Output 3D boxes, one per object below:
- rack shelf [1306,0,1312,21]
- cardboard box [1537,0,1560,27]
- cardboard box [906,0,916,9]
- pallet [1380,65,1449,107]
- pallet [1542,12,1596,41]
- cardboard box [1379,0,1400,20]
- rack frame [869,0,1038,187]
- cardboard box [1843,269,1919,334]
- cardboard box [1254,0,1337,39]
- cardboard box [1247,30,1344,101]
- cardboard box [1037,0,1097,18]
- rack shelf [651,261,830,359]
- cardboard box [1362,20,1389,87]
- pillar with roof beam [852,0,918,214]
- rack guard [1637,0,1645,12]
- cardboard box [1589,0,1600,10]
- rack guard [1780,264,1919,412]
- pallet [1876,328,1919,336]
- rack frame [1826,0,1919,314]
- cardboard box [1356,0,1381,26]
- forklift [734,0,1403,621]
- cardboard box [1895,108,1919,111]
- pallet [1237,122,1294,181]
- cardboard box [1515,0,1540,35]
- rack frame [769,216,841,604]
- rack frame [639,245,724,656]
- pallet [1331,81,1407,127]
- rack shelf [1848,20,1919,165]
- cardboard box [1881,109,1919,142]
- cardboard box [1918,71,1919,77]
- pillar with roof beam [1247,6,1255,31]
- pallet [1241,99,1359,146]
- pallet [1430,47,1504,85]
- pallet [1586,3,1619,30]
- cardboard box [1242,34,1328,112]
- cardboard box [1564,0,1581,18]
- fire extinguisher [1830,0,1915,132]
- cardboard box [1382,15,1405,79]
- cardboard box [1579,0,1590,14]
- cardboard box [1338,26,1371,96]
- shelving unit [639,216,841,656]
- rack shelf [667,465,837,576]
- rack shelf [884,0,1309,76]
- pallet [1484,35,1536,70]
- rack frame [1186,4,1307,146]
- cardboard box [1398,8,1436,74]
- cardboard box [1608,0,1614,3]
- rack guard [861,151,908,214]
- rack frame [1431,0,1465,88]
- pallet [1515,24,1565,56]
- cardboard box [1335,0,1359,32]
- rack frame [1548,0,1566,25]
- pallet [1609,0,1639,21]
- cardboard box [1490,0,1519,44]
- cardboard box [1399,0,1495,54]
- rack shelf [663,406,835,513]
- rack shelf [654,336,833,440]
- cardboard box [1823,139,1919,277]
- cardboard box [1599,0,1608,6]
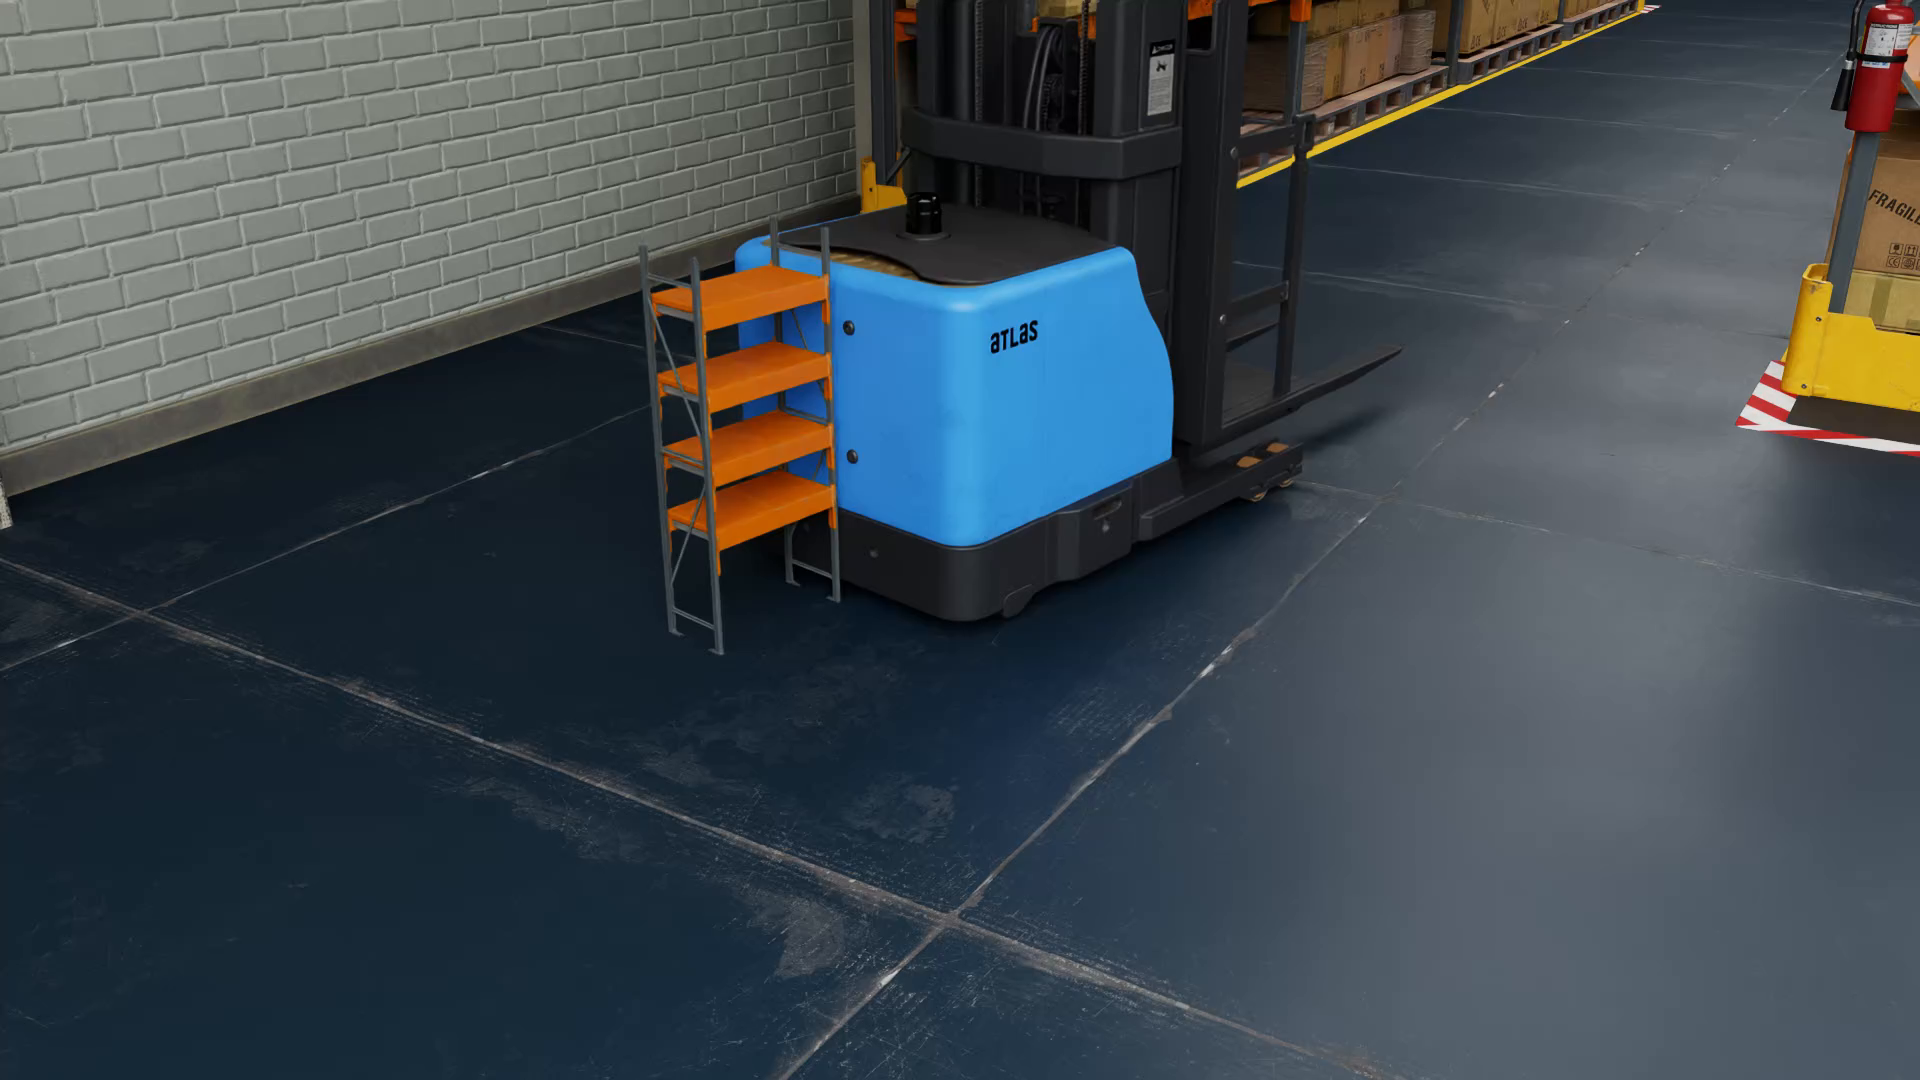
[{"bbox_3d":[3.119,-4.699,13.734,1.077,0.370,4.000,14,27,29],"label":"rack shelf"},{"bbox_3d":[6.052,-6.014,18.043,0.750,0.750,0.750,14,27,30],"label":"cardboard box"},{"bbox_3d":[0.036,-3.143,9.398,0.500,0.250,0.500,14,27,30],"label":"cardboard box"},{"bbox_3d":[3.761,-4.161,15.096,1.003,0.211,1.213,14,27,29],"label":"pallet"},{"bbox_3d":[6.752,-6.015,19.378,1.003,0.211,1.213,14,27,29],"label":"pallet"},{"bbox_3d":[3.485,-4.670,14.410,0.500,0.250,0.500,14,27,30],"label":"cardboard box"},{"bbox_3d":[-0.046,-3.004,8.914,1.000,3.000,0.127,14,27,29],"label":"rack frame"},{"bbox_3d":[4.197,-1.141,7.543,0.500,0.250,0.500,14,27,29],"label":"cardboard box"},{"bbox_3d":[2.668,-4.154,13.219,0.500,0.250,0.500,13,27,28],"label":"cardboard box"},{"bbox_3d":[2.668,-3.846,13.450,0.700,0.500,0.500,13,27,28],"label":"cardboard box"},{"bbox_3d":[0.481,-3.043,9.166,0.500,0.250,0.500,13,27,27],"label":"cardboard box"},{"bbox_3d":[-0.636,-0.671,4.801,0.258,0.148,0.480,20,30,38],"label":"rack shelf"},{"bbox_3d":[3.230,-4.182,14.227,0.700,0.500,0.500,14,27,29],"label":"cardboard box"},{"bbox_3d":[3.246,-5.273,6.602,9.100,9.000,0.400,14,27,29],"label":"pillar with roof beam"},{"bbox_3d":[8.407,-7.265,21.903,1.175,0.500,0.348,14,27,29],"label":"rack guard"},{"bbox_3d":[7.306,-6.672,20.005,0.700,0.500,0.500,15,27,30],"label":"cardboard box"},{"bbox_3d":[4.152,-0.812,6.996,1.175,0.500,0.348,14,27,29],"label":"rack guard"},{"bbox_3d":[4.533,-0.955,7.689,1.003,0.211,1.213,14,27,29],"label":"pallet"},{"bbox_3d":[4.165,-1.967,6.519,1.000,3.000,0.127,14,27,29],"label":"rack frame"},{"bbox_3d":[3.218,-4.495,14.007,0.500,0.250,0.500,14,27,29],"label":"cardboard box"},{"bbox_3d":[0.632,-1.603,5.764,1.130,2.935,3.031,20,30,38],"label":"forklift"},{"bbox_3d":[4.975,-1.995,8.570,0.500,0.500,0.500,14,27,29],"label":"cardboard box"},{"bbox_3d":[1.740,-2.840,12.045,1.003,0.211,1.213,14,27,29],"label":"pallet"},{"bbox_3d":[5.585,-5.713,17.349,0.750,0.750,0.750,15,27,31],"label":"cardboard box"},{"bbox_3d":[-0.474,-0.383,5.124,0.240,1.200,0.015,20,30,38],"label":"rack frame"},{"bbox_3d":[-0.799,-0.238,4.790,0.240,1.200,0.015,20,30,38],"label":"rack frame"},{"bbox_3d":[3.116,-3.751,14.149,1.003,0.211,1.213,14,27,29],"label":"pallet"},{"bbox_3d":[5.220,-2.312,8.221,1.077,0.370,4.000,14,27,29],"label":"rack shelf"},{"bbox_3d":[4.710,-1.826,8.181,0.500,0.500,0.500,14,27,29],"label":"cardboard box"},{"bbox_3d":[4.422,-2.168,6.856,0.700,0.500,0.500,14,27,29],"label":"cardboard box"},{"bbox_3d":[6.411,-7.298,11.280,9.100,9.000,0.400,14,27,29],"label":"pillar with roof beam"},{"bbox_3d":[2.474,-3.338,13.194,1.003,0.211,1.213,14,27,29],"label":"pallet"},{"bbox_3d":[4.654,-4.675,16.283,1.003,0.211,1.213,14,27,29],"label":"pallet"},{"bbox_3d":[7.394,-6.428,20.333,1.003,0.211,1.213,14,27,29],"label":"pallet"},{"bbox_3d":[2.438,-3.661,13.023,0.700,0.500,0.500,15,28,31],"label":"cardboard box"},{"bbox_3d":[6.766,-6.331,19.216,0.700,0.500,0.500,14,27,30],"label":"cardboard box"},{"bbox_3d":[3.708,-1.989,6.667,0.296,0.674,0.183,14,27,29],"label":"fire extinguisher"},{"bbox_3d":[3.468,-4.356,14.628,0.700,0.500,0.500,14,27,29],"label":"cardboard box"},{"bbox_3d":[7.034,-6.500,19.606,0.700,0.500,0.500,14,27,28],"label":"cardboard box"},{"bbox_3d":[2.972,-4.009,13.829,0.700,0.500,0.500,14,27,30],"label":"cardboard box"},{"bbox_3d":[-0.636,-0.310,4.957,0.258,1.200,0.503,20,30,38],"label":"shelving unit"},{"bbox_3d":[-0.636,-0.067,5.063,0.258,0.148,0.480,20,30,38],"label":"rack shelf"},{"bbox_3d":[1.009,-3.349,10.616,1.077,0.370,4.000,14,27,29],"label":"rack shelf"},{"bbox_3d":[5.298,-5.085,17.230,1.003,0.211,1.213,14,27,29],"label":"pallet"},{"bbox_3d":[2.064,-4.354,12.032,1.000,3.000,0.127,14,27,29],"label":"rack frame"},{"bbox_3d":[3.839,-4.505,14.973,0.700,0.500,0.500,14,27,30],"label":"cardboard box"},{"bbox_3d":[7.846,-7.024,20.817,0.700,0.500,0.500,14,27,29],"label":"cardboard box"},{"bbox_3d":[-0.006,-1.883,9.469,1.175,0.500,0.348,14,27,29],"label":"rack guard"},{"bbox_3d":[4.174,-5.704,15.151,1.000,3.000,0.127,14,27,29],"label":"rack frame"},{"bbox_3d":[5.941,-5.498,18.185,1.003,0.211,1.213,14,27,29],"label":"pallet"},{"bbox_3d":[2.939,-4.331,13.627,0.500,0.250,0.500,13,27,27],"label":"cardboard box"},{"bbox_3d":[6.284,-7.054,18.269,1.000,3.000,0.127,14,27,29],"label":"rack frame"},{"bbox_3d":[8.039,-6.838,21.281,1.003,0.211,1.213,14,27,29],"label":"pallet"},{"bbox_3d":[5.141,-5.425,16.684,0.750,0.750,0.750,14,27,29],"label":"cardboard box"},{"bbox_3d":[4.674,-5.131,16.004,0.750,0.750,0.750,13,27,28],"label":"cardboard box"},{"bbox_3d":[-0.636,-0.249,4.984,0.258,0.148,0.480,20,30,38],"label":"rack shelf"},{"bbox_3d":[-0.636,-0.454,4.895,0.258,0.148,0.480,20,30,38],"label":"rack shelf"},{"bbox_3d":[4.195,-1.486,7.395,0.500,0.500,0.500,14,27,29],"label":"cardboard box"},{"bbox_3d":[7.581,-6.854,20.424,0.700,0.500,0.500,13,27,27],"label":"cardboard box"}]
